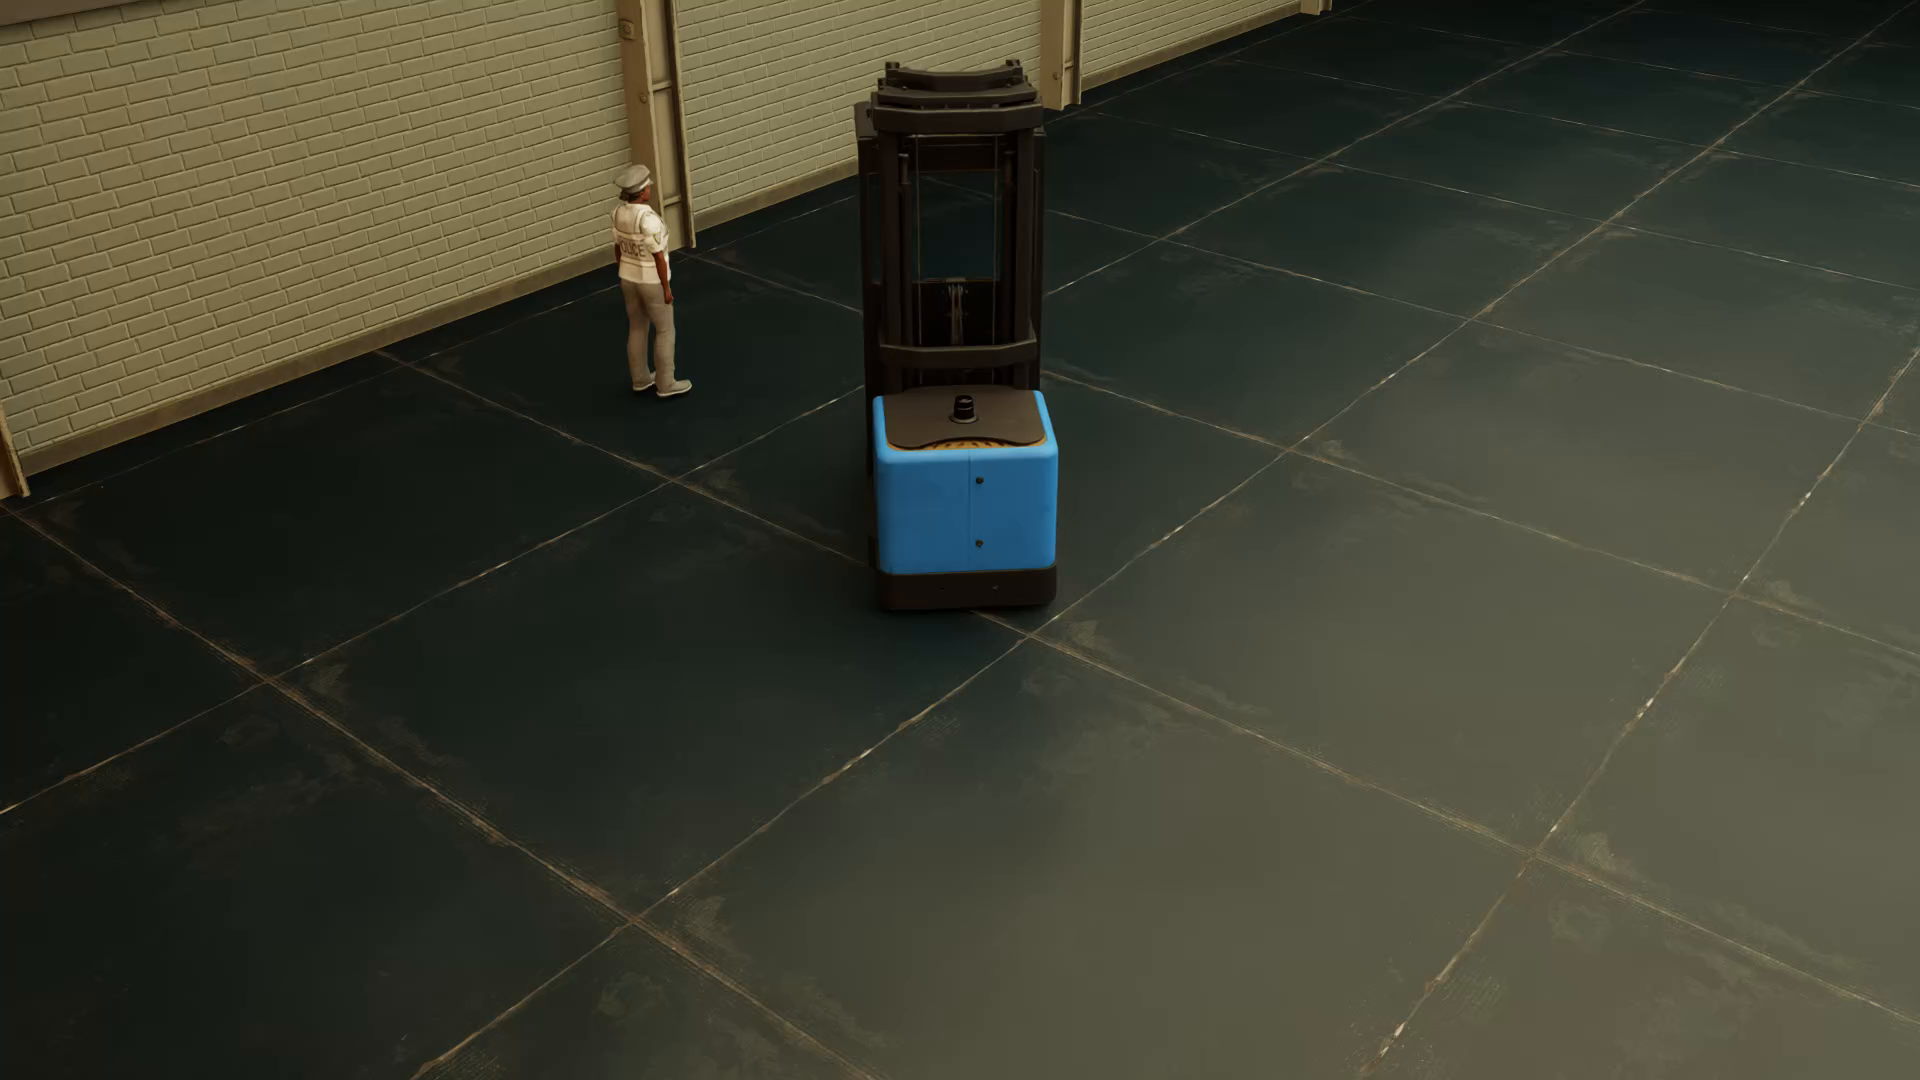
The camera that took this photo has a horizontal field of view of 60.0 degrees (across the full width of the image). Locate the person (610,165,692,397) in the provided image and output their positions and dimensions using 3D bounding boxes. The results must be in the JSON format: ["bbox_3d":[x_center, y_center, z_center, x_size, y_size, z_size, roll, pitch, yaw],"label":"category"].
[{"bbox_3d":[-2.244,-1.852,11.931,0.446,1.690,0.336,19,35,29],"label":"person"}]

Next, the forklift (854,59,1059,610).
[{"bbox_3d":[-0.068,-1.572,10.285,1.130,2.935,3.031,-2,30,-4],"label":"forklift"}]
